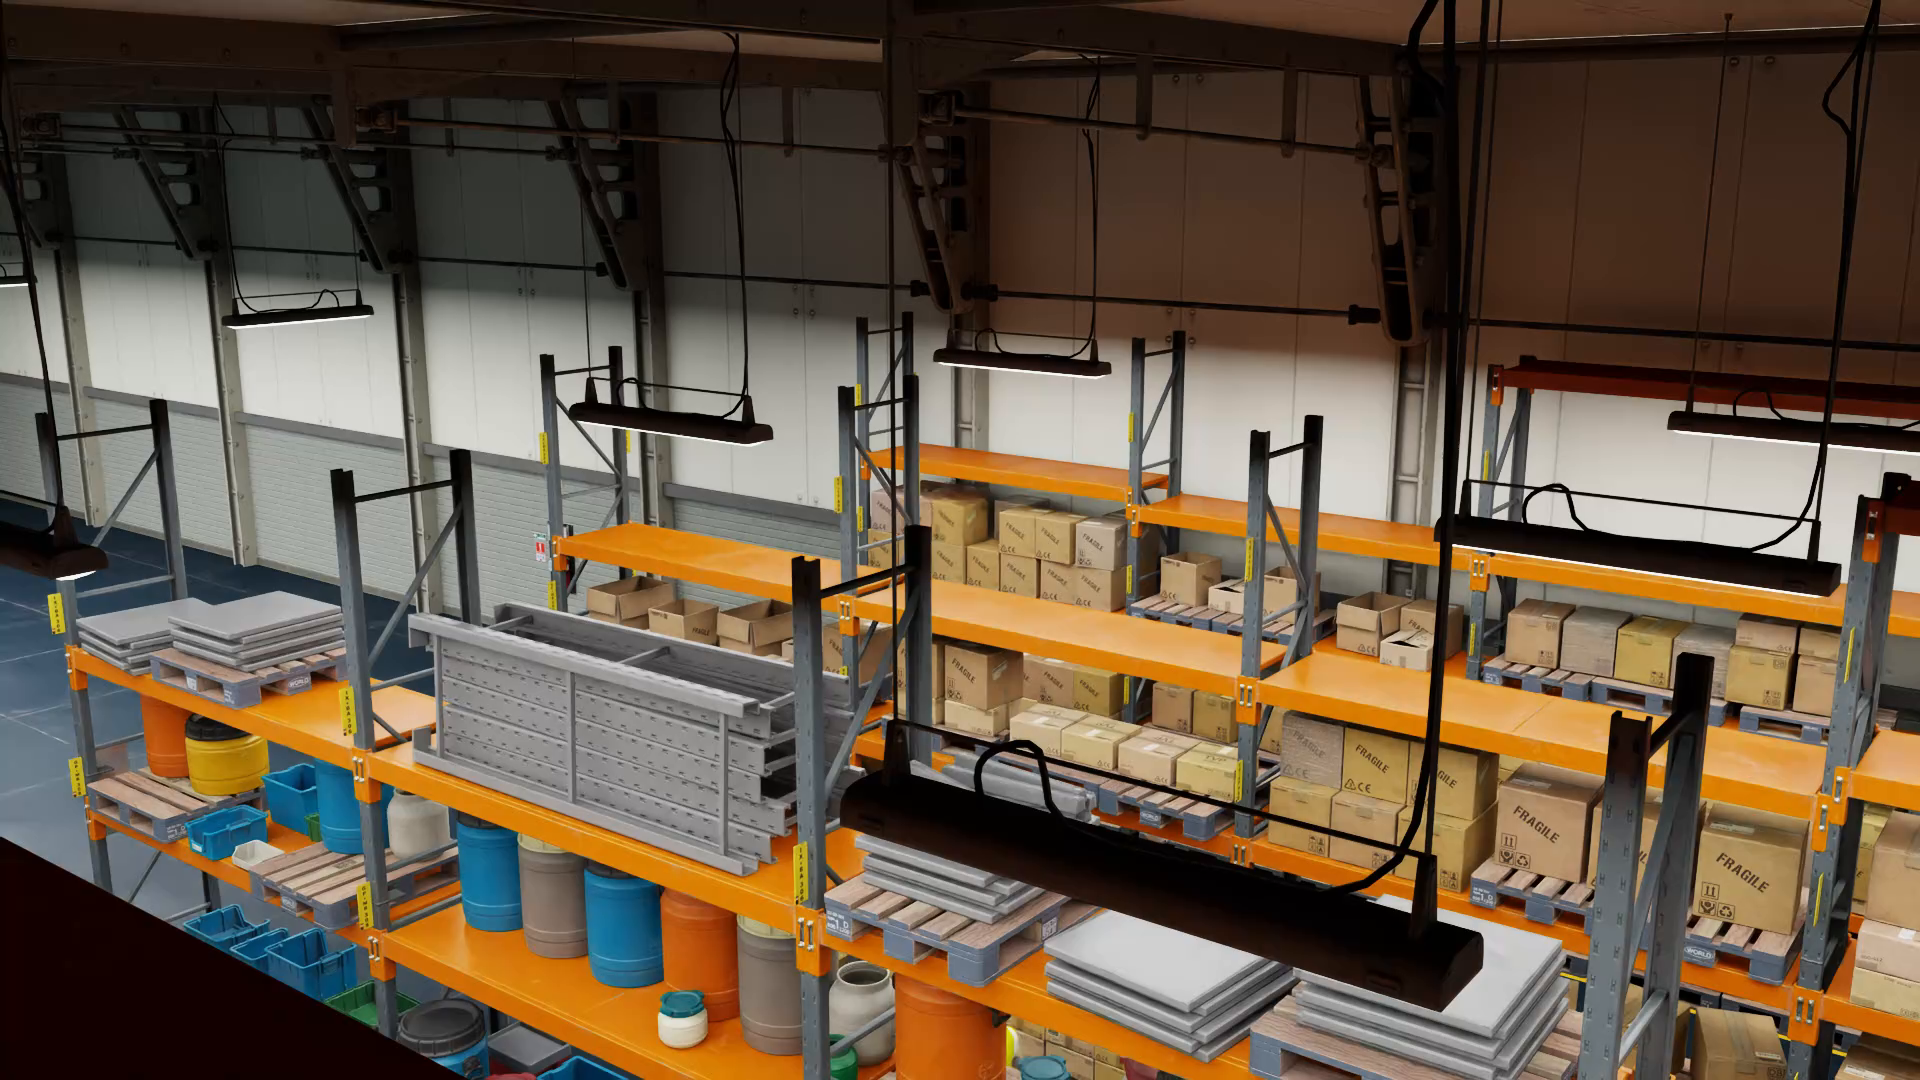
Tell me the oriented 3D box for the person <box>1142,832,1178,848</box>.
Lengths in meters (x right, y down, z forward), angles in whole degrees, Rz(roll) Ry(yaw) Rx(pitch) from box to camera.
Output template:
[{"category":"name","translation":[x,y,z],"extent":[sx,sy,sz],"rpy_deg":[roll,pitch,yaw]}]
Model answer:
[{"category":"person","translation":[1.990,3.576,16.156],"extent":[0.743,1.672,0.680],"rpy_deg":[-12,18,-43]}]

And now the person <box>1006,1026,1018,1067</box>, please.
[{"category":"person","translation":[0.196,4.313,12.865],"extent":[1.091,1.710,0.675],"rpy_deg":[8,16,33]}]
